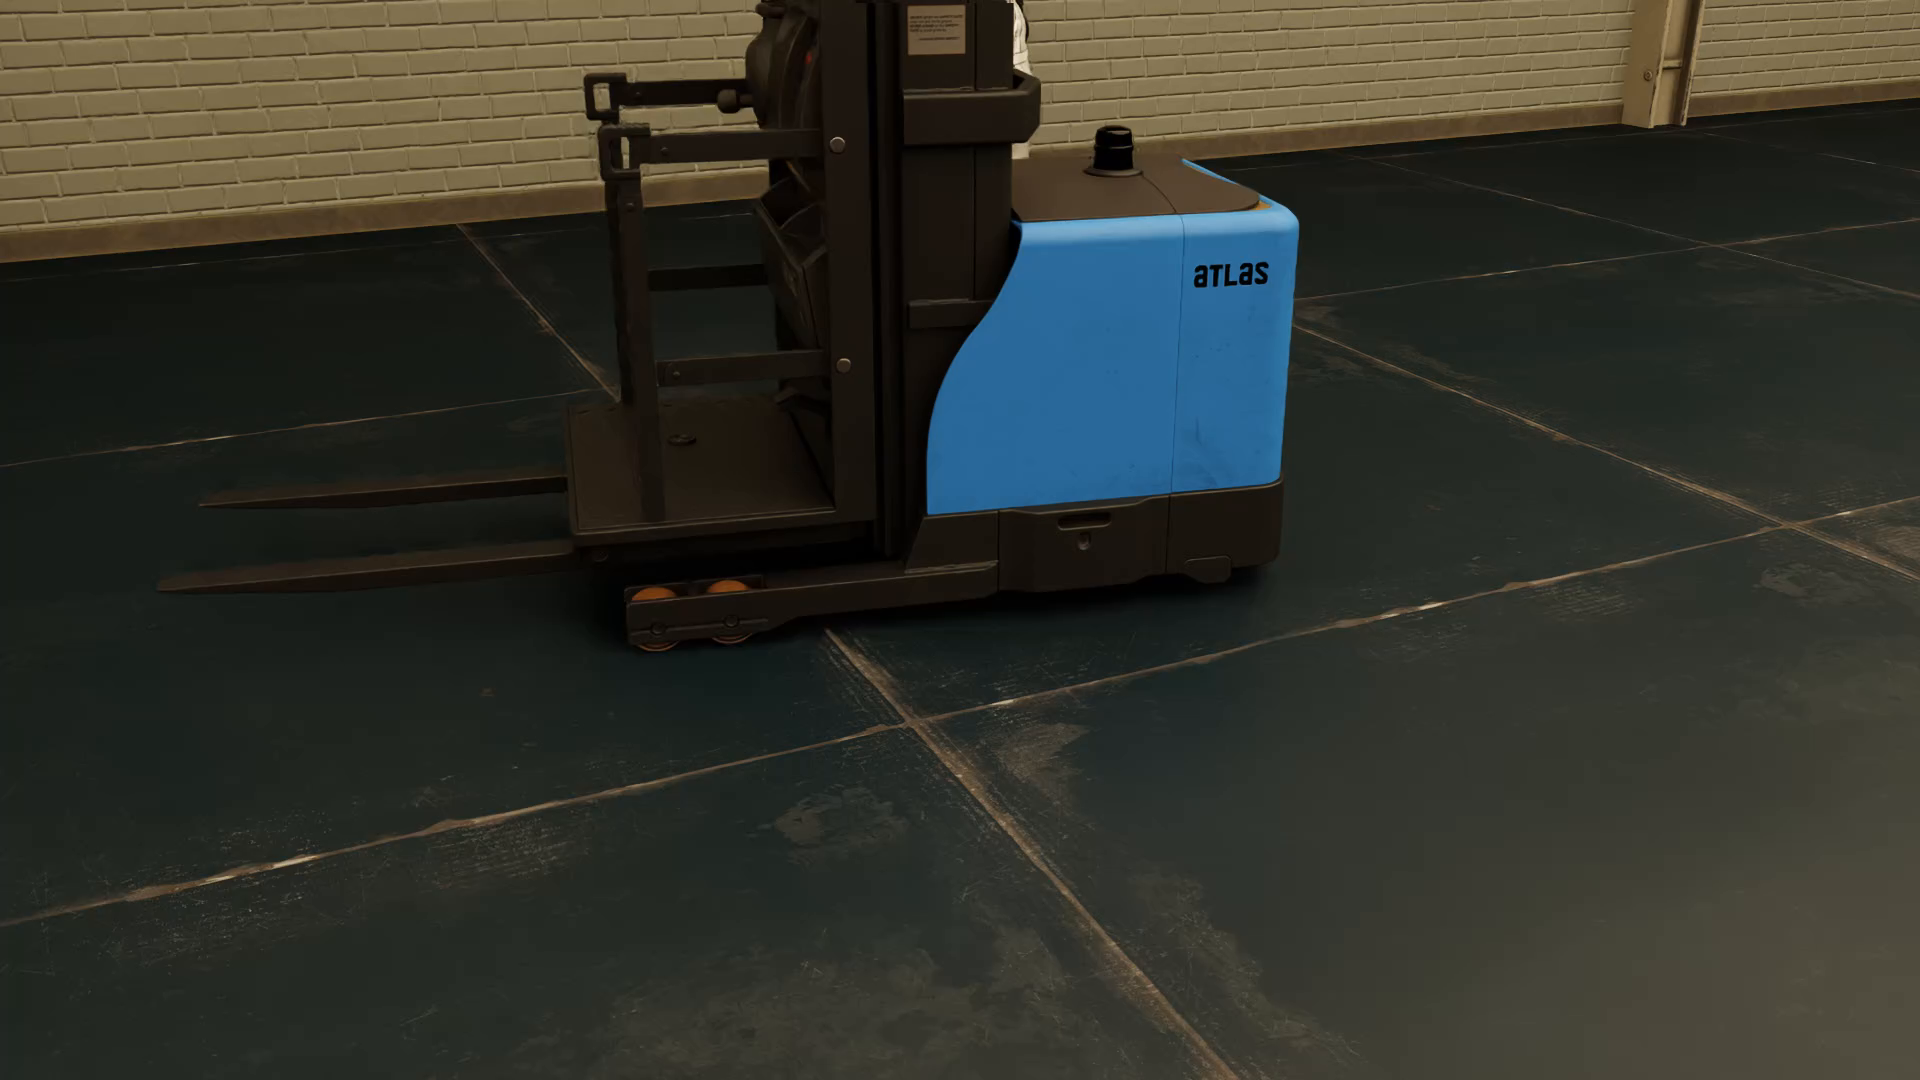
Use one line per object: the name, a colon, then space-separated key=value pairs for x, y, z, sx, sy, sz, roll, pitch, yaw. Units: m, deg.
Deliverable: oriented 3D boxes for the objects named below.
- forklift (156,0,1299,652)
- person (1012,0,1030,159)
forklift: x=-0.649 y=-1.282 z=4.371 sx=3.031 sy=2.935 sz=1.130 roll=-5 pitch=23 yaw=-13
person: x=0.249 y=-2.114 z=8.013 sx=0.531 sy=1.673 sz=0.586 roll=0 pitch=23 yaw=1
